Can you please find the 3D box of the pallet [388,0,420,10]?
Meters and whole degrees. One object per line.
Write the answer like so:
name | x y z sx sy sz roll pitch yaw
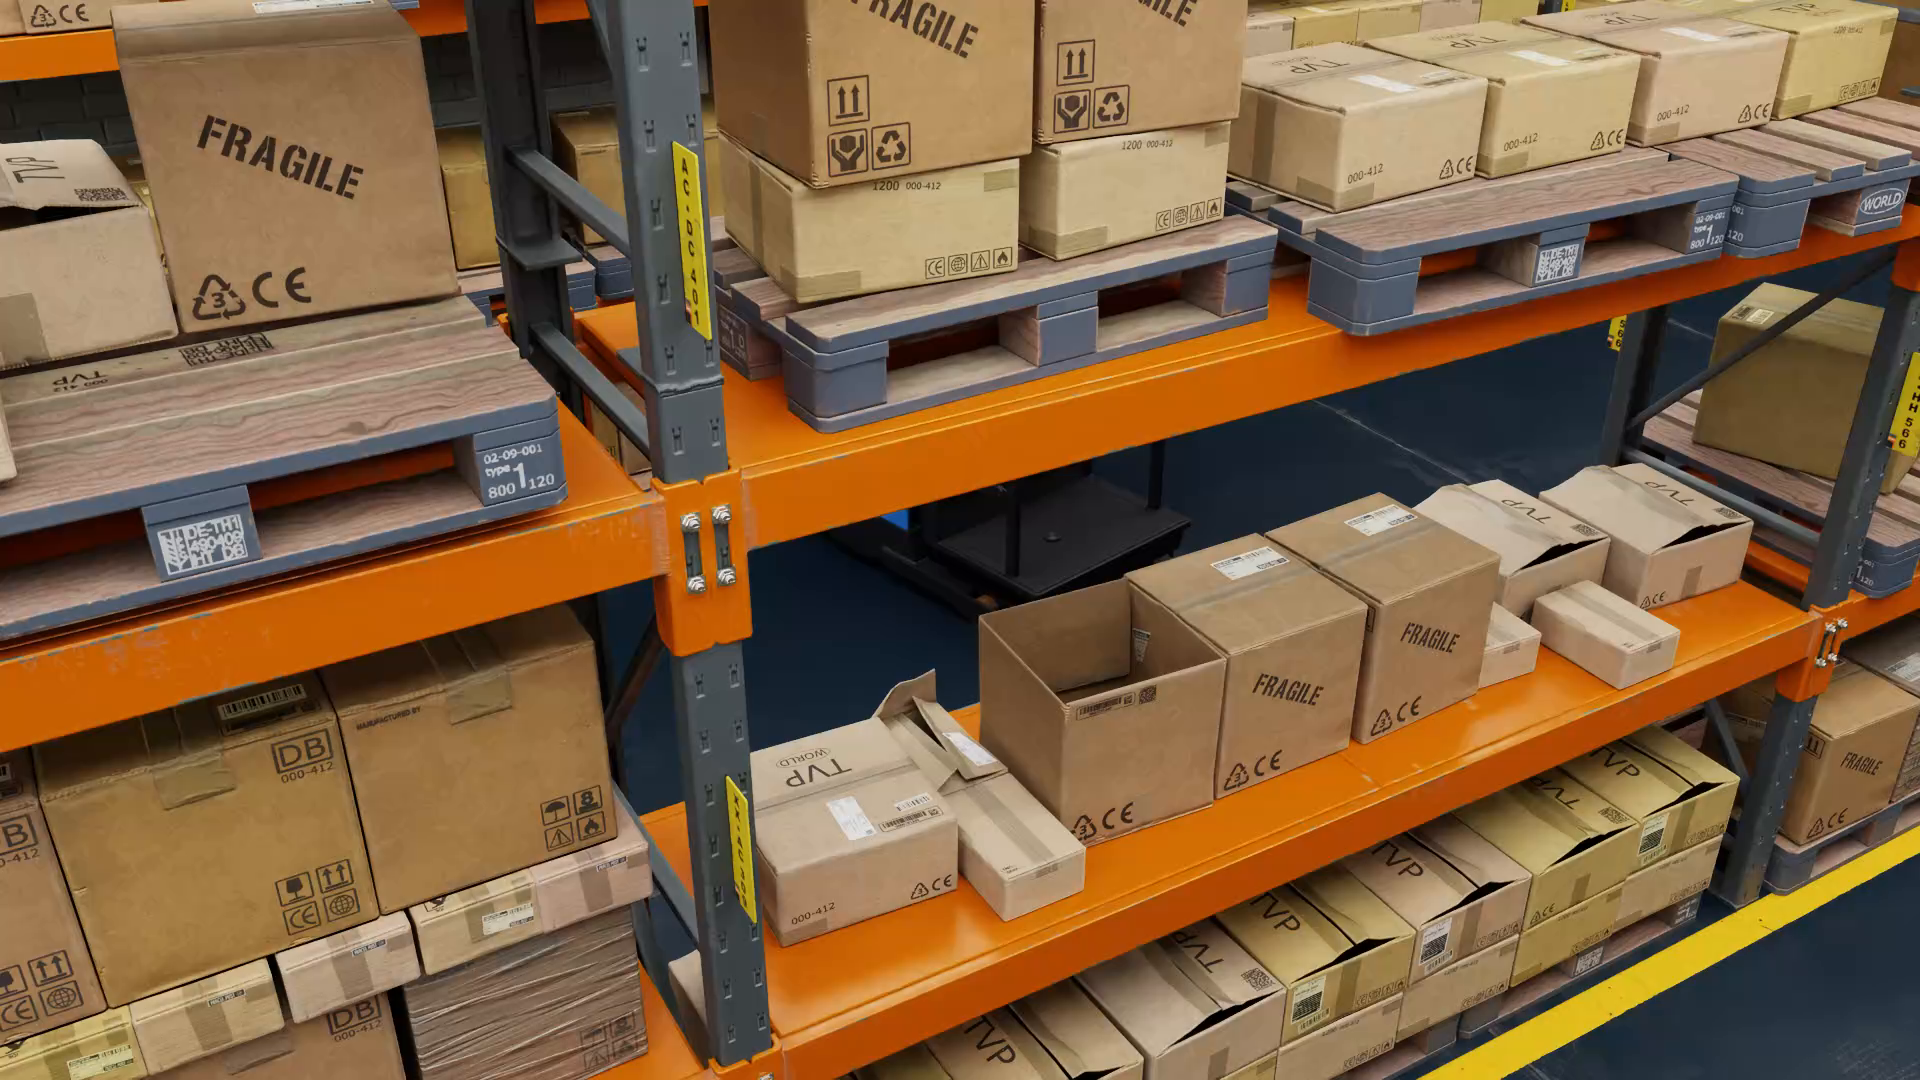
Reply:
pallet | -2.667 -2.566 7.386 1.003 0.211 1.213 -16 33 -26

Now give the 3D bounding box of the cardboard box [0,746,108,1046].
cardboard box | -1.987 0.580 3.148 0.500 0.500 0.700 -16 33 -26

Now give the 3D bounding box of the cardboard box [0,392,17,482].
cardboard box | -1.642 -0.205 2.593 0.250 0.149 0.380 -16 33 -26

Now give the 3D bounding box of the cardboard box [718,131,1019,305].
cardboard box | -0.205 -0.744 3.610 0.500 0.250 0.500 -12 31 -21

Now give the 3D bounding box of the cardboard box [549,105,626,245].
cardboard box | -1.760 -1.883 8.499 0.500 0.500 0.700 -11 31 -20

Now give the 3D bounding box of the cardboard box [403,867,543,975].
cardboard box | -1.081 0.722 3.563 0.250 0.149 0.380 -17 33 -27

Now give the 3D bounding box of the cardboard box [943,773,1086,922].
cardboard box | 0.127 0.812 4.433 0.250 0.149 0.380 -16 33 -26

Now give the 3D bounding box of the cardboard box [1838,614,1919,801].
cardboard box | 3.694 0.634 6.629 0.500 0.500 0.500 -17 33 -28

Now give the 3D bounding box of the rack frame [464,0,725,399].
rack frame | -0.741 -1.792 2.684 0.127 3.000 1.000 -16 33 -26

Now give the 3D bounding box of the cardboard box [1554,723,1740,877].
cardboard box | 2.381 0.860 5.917 0.500 0.311 0.500 -15 32 -25

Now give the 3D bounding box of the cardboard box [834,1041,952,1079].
cardboard box | -0.258 1.611 4.557 0.500 0.311 0.500 -16 33 -26

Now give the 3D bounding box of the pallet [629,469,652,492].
pallet | -1.530 -0.499 9.436 1.213 0.211 1.003 -16 33 -26

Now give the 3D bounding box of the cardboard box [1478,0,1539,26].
cardboard box | 3.371 -3.477 10.738 0.500 0.250 0.500 -15 32 -25

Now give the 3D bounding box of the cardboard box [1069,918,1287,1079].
cardboard box | 0.622 1.364 5.005 0.500 0.311 0.500 -17 33 -28

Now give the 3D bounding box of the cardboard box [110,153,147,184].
cardboard box | -3.765 -1.472 7.671 0.500 0.500 0.500 -17 33 -27

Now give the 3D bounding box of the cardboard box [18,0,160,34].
cardboard box | -3.566 -2.367 6.706 0.500 0.500 0.500 -15 32 -25

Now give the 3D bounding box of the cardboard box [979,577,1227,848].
cardboard box | 0.384 0.480 4.672 0.500 0.500 0.500 -13 32 -23

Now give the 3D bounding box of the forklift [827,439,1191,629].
forklift | 0.425 -1.061 7.639 1.130 2.935 3.031 -24 37 -36

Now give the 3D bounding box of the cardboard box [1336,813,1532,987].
cardboard box | 1.500 1.113 5.460 0.500 0.311 0.500 -16 33 -27

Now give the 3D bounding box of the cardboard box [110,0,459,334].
cardboard box | -1.309 -0.755 3.225 0.500 0.500 0.500 -13 31 -22

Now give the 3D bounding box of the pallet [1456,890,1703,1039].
pallet | 1.978 1.261 6.246 1.213 0.211 1.003 -16 33 -26

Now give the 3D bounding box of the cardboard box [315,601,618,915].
cardboard box | -1.120 0.334 3.595 0.500 0.500 0.700 -16 33 -26

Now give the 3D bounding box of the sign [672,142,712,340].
sign | -0.458 -0.509 2.847 0.005 0.325 0.100 -16 33 -26

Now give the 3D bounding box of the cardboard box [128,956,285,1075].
cardboard box | -1.531 0.852 3.327 0.250 0.149 0.380 -16 33 -26

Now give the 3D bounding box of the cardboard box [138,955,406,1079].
cardboard box | -1.572 1.033 3.669 0.500 0.500 0.700 -16 33 -27

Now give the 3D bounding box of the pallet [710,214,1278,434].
pallet | 0.013 -0.617 3.856 1.217 0.209 0.805 -17 33 -28

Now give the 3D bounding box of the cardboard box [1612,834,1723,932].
cardboard box | 2.378 1.105 6.054 0.500 0.250 0.500 -15 32 -25

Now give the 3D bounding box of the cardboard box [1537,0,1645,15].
cardboard box | 4.120 -3.444 11.576 0.700 0.700 0.980 -15 32 -26

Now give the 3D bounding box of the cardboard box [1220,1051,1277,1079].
cardboard box | 0.619 1.606 5.146 0.500 0.250 0.500 -17 33 -28

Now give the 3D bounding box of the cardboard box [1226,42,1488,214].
cardboard box | 0.939 -1.040 4.146 0.500 0.250 0.500 -19 34 -30

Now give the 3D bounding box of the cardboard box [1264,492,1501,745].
cardboard box | 1.269 0.229 5.127 0.500 0.500 0.500 -18 34 -29

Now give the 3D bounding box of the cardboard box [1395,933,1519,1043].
cardboard box | 1.500 1.355 5.602 0.500 0.250 0.500 -15 32 -25

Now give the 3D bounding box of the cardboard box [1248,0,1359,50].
cardboard box | 2.046 -3.106 10.065 0.500 0.250 0.500 -17 33 -27

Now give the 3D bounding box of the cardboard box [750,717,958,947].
cardboard box | -0.338 0.761 4.422 0.500 0.250 0.500 -14 32 -23

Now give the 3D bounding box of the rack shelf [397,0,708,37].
rack shelf | -1.529 -2.716 8.208 4.000 0.370 1.077 -16 33 -26

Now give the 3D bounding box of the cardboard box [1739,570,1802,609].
cardboard box | 3.442 0.086 6.845 0.500 0.250 0.500 -15 32 -24

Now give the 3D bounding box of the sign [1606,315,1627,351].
sign | 2.425 -0.841 6.053 0.005 0.325 0.100 -16 33 -26

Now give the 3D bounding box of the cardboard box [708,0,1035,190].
cardboard box | -0.189 -1.060 3.407 0.500 0.500 0.500 -15 32 -26

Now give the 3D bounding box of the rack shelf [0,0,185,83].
rack shelf | -4.978 -1.737 6.434 4.000 0.370 1.077 -16 33 -26

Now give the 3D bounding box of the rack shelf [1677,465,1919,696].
rack shelf | 4.432 -0.320 6.969 4.000 0.370 1.077 -16 33 -26

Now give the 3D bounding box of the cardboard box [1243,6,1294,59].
cardboard box | 1.609 -2.978 9.834 0.500 0.250 0.500 -16 33 -26

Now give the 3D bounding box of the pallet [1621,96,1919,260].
pallet | 2.168 -1.172 4.861 1.003 0.211 1.213 -14 32 -24

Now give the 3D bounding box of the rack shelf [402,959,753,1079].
rack shelf | -2.465 1.639 3.421 4.000 0.370 1.077 -16 33 -26

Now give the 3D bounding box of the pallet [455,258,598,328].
pallet | -2.521 -1.271 8.147 1.213 0.211 1.003 -16 33 -26

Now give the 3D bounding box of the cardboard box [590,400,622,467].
cardboard box | -2.207 -0.661 8.975 0.500 0.500 0.700 -17 33 -27

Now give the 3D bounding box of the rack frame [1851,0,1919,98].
rack frame | 2.708 -2.772 4.459 0.127 3.000 1.000 -16 33 -26

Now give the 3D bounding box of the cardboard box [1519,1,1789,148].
cardboard box | 1.902 -1.306 4.628 0.500 0.250 0.500 -15 32 -25

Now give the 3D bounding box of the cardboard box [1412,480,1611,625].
cardboard box | 1.839 0.032 5.679 0.500 0.311 0.500 -16 33 -27

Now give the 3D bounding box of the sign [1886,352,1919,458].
sign | 2.992 -0.421 5.211 0.005 0.325 0.100 -16 33 -26

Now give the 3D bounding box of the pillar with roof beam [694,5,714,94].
pillar with roof beam | 0.817 -3.083 5.023 0.400 9.000 9.100 -16 33 -26
